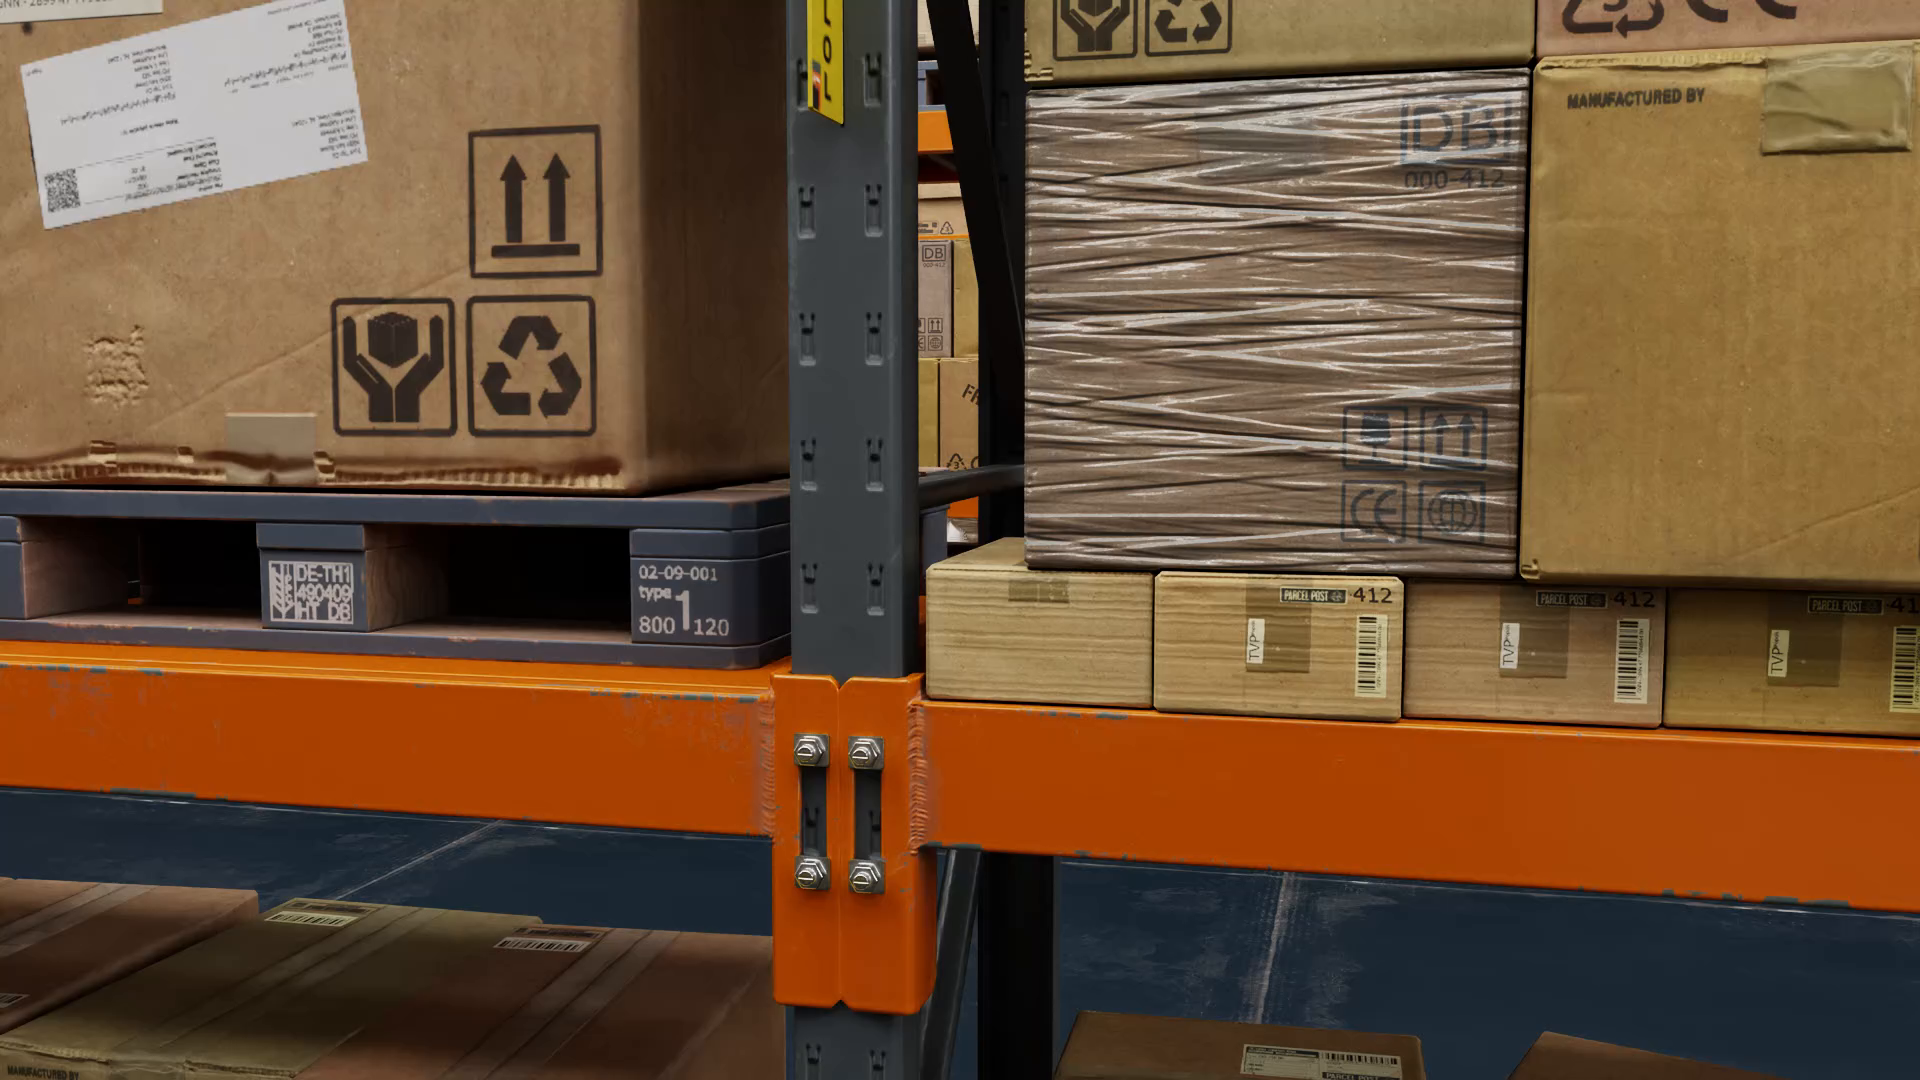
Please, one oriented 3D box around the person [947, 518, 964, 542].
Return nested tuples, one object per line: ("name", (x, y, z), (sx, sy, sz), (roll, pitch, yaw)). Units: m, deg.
("person", (-0.226, 0.324, 9.302), (0.515, 1.050, 0.966), (1, 5, 11))
